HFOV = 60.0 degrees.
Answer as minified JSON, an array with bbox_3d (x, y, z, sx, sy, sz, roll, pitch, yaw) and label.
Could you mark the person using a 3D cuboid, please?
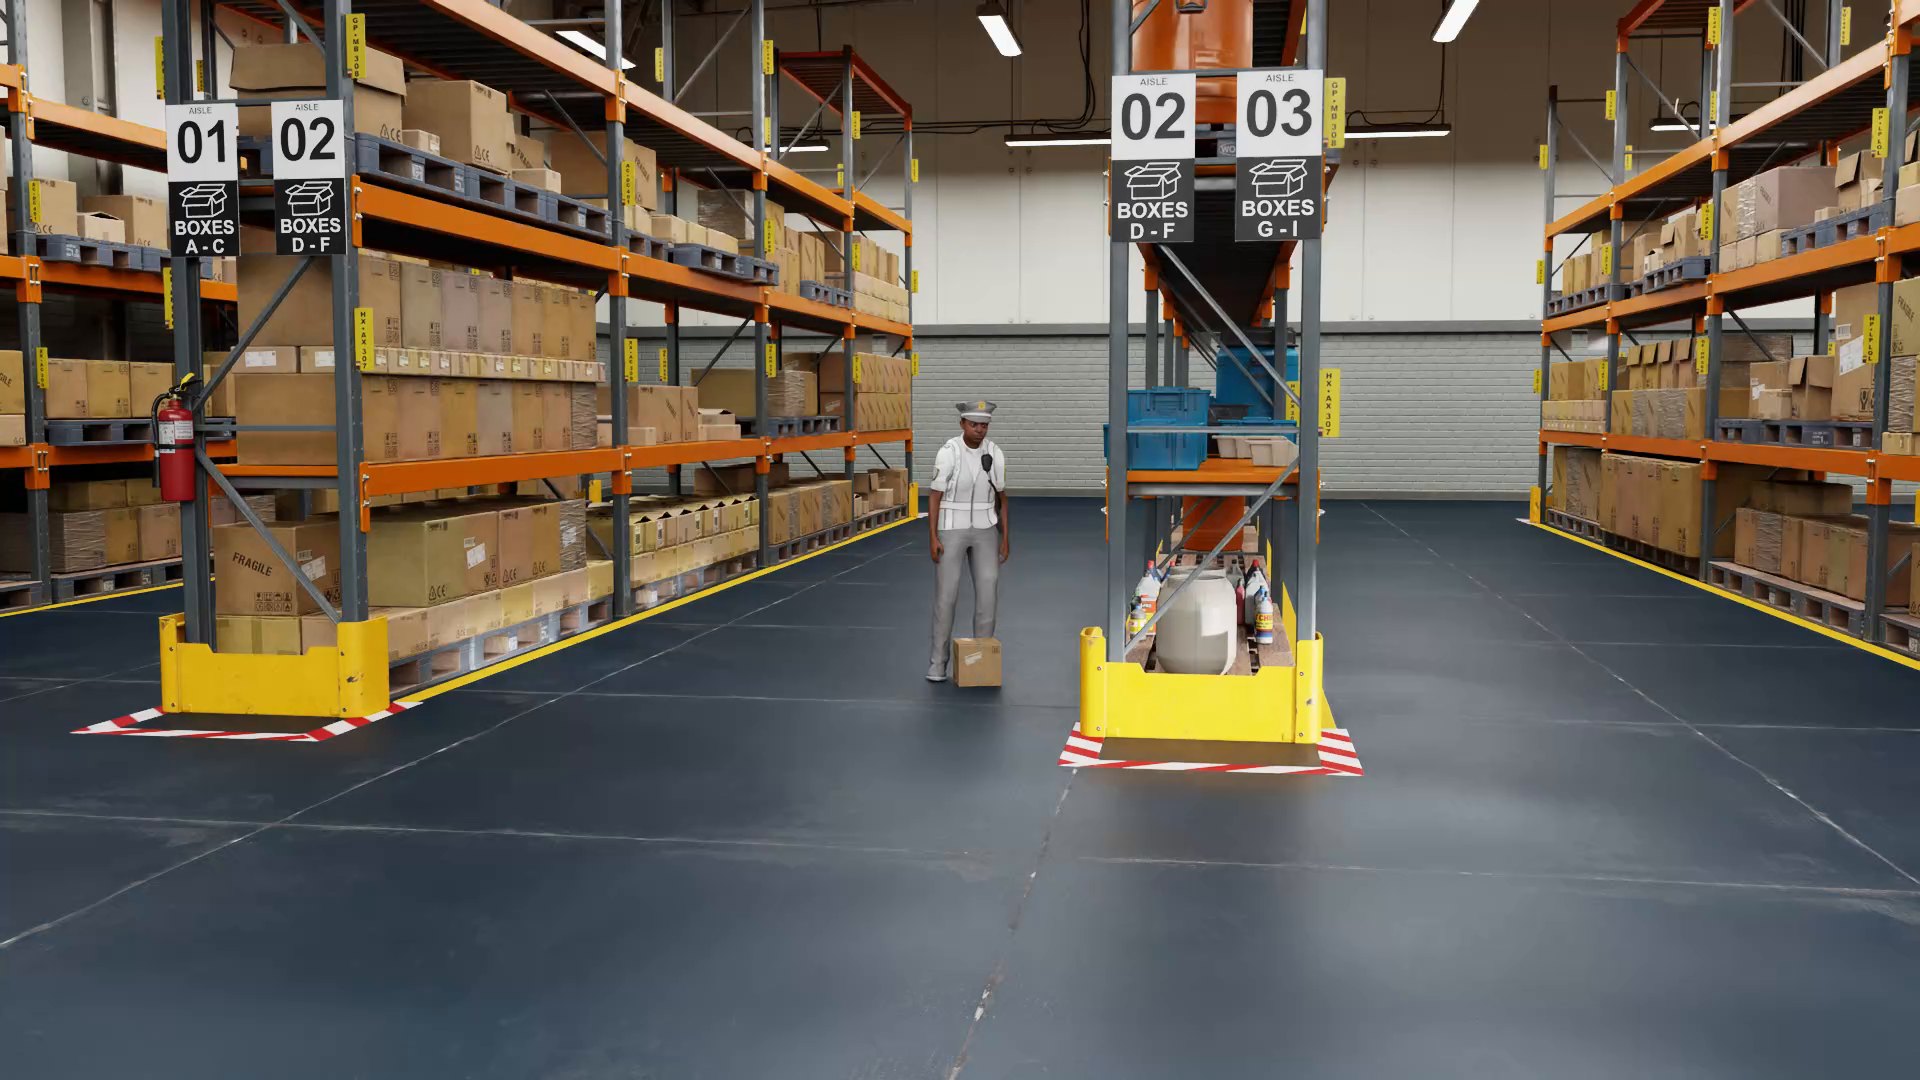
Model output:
[{"bbox_3d":[0.041,-0.005,9.946,0.533,1.662,0.396,-1,5,-13],"label":"person"}]
